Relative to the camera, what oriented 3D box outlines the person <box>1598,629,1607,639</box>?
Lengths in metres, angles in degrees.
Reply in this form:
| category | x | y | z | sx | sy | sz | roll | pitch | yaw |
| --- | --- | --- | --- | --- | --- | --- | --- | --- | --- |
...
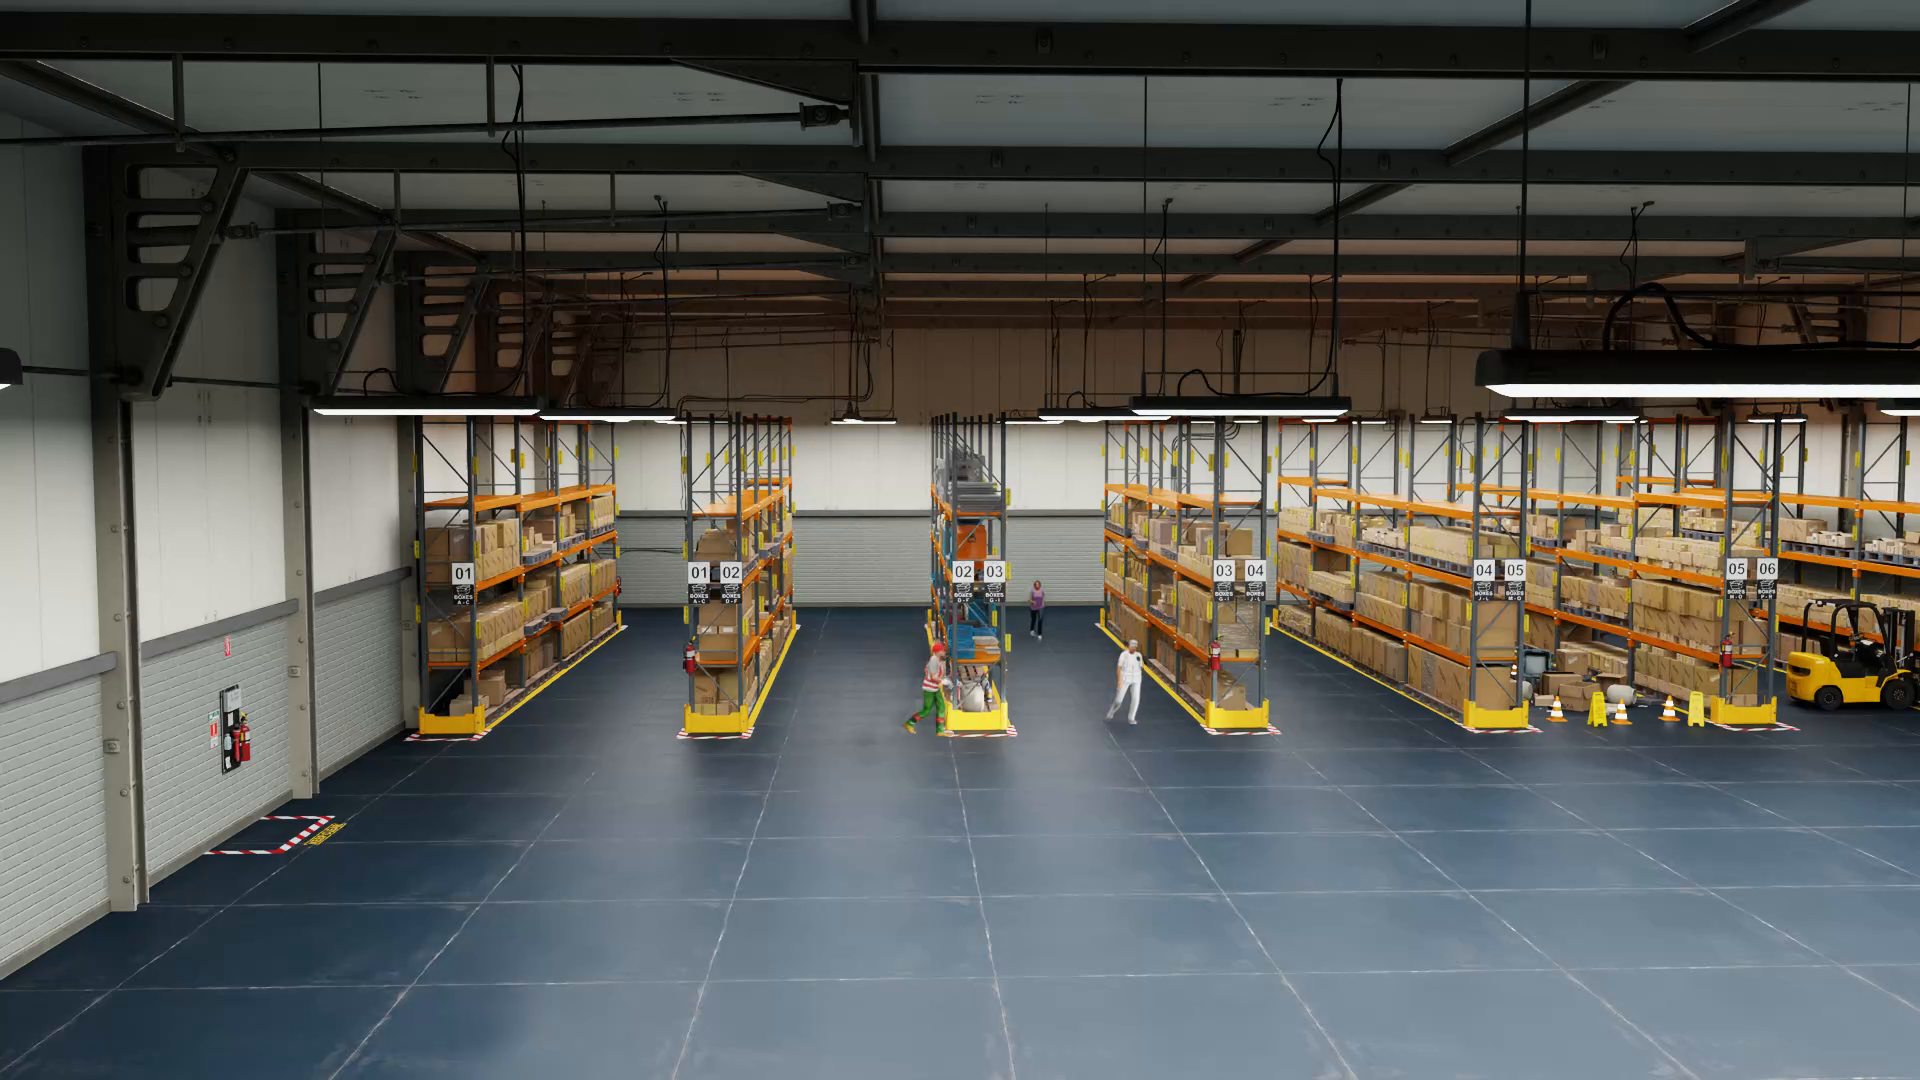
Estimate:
| category | x | y | z | sx | sy | sz | roll | pitch | yaw |
| --- | --- | --- | --- | --- | --- | --- | --- | --- | --- |
| person | 16.858 | 1.889 | 44.343 | 0.599 | 1.639 | 0.902 | -2 | 4 | -24 |

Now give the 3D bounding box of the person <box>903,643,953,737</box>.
| category | x | y | z | sx | sy | sz | roll | pitch | yaw |
| --- | --- | --- | --- | --- | --- | --- | --- | --- | --- |
| person | -0.587 | 2.765 | 30.645 | 0.925 | 1.752 | 0.673 | 1 | 4 | 10 |

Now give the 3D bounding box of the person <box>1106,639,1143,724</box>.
| category | x | y | z | sx | sy | sz | roll | pitch | yaw |
| --- | --- | --- | --- | --- | --- | --- | --- | --- | --- |
| person | 3.186 | 2.712 | 32.076 | 0.641 | 1.631 | 0.629 | -1 | 4 | -8 |

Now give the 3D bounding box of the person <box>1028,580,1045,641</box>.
| category | x | y | z | sx | sy | sz | roll | pitch | yaw |
| --- | --- | --- | --- | --- | --- | --- | --- | --- | --- |
| person | 2.057 | 1.876 | 44.837 | 0.503 | 1.607 | 0.872 | -1 | 4 | -7 |
